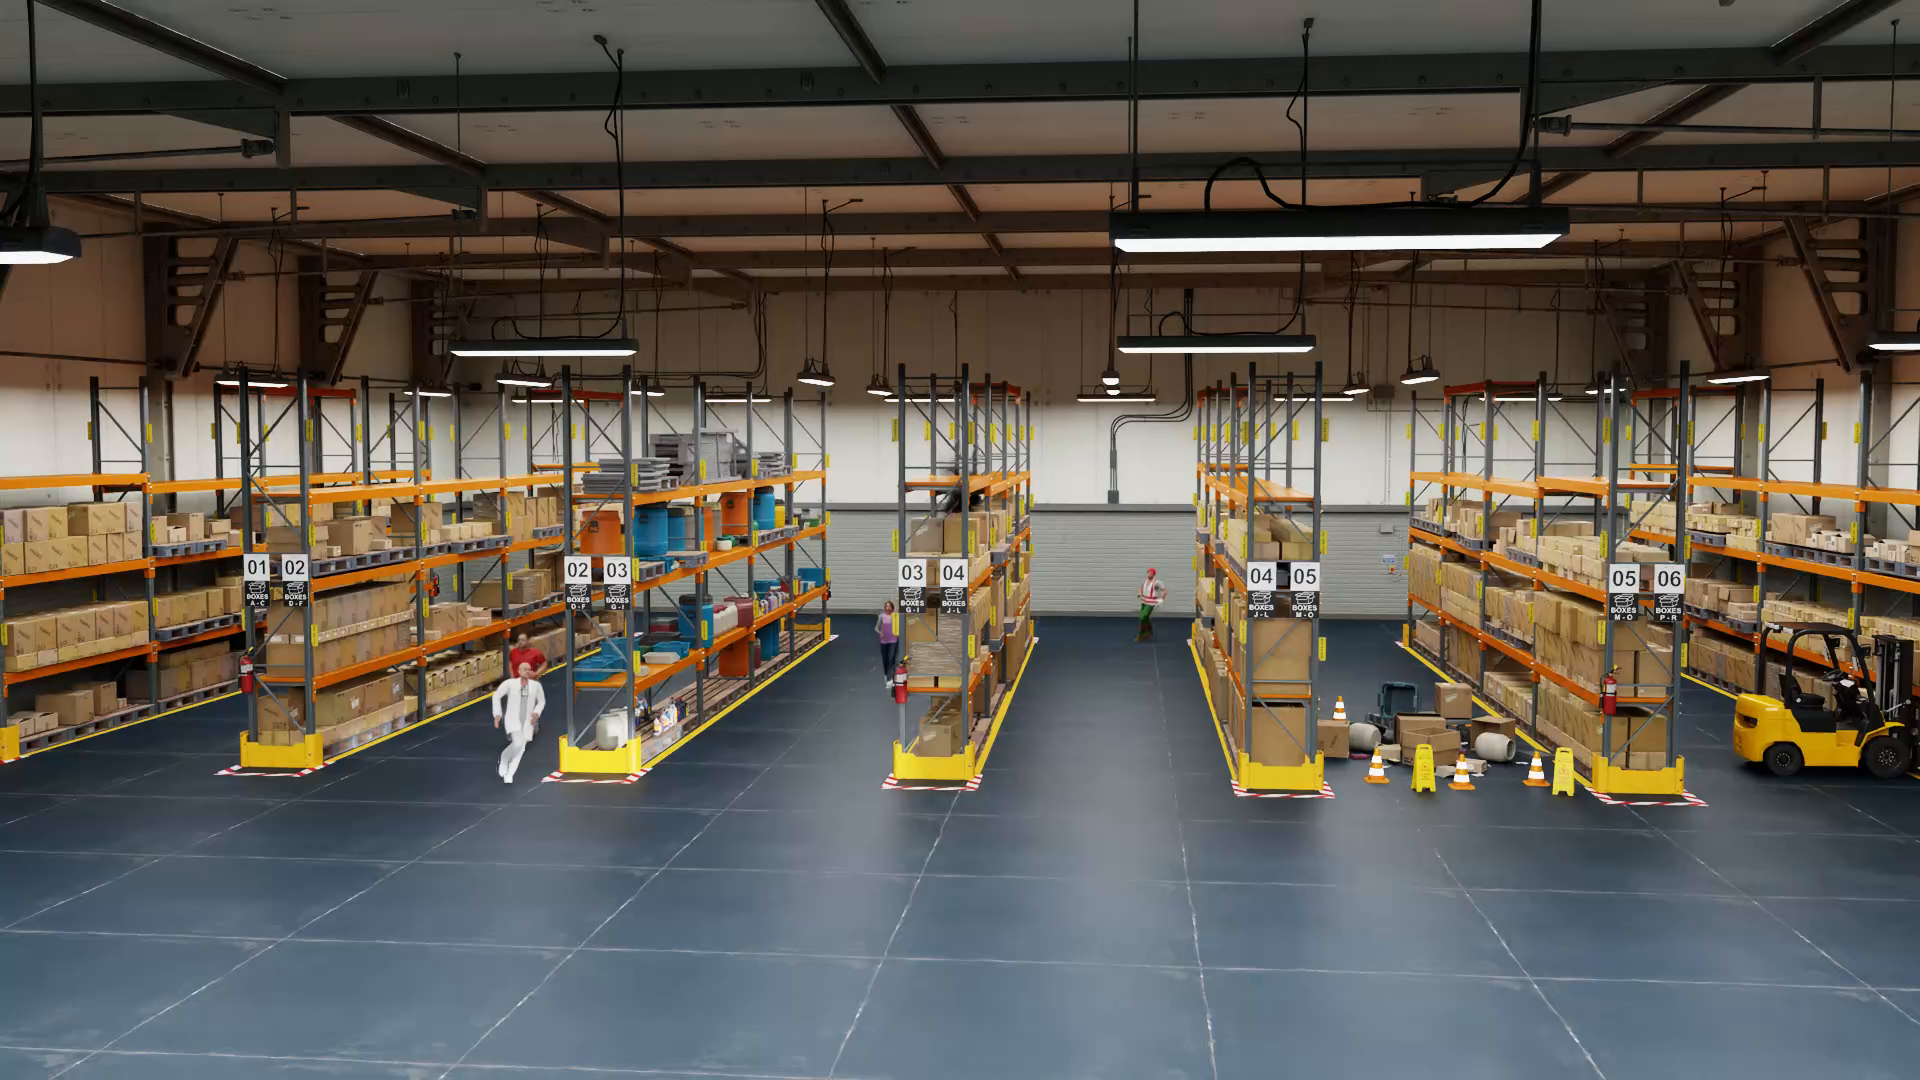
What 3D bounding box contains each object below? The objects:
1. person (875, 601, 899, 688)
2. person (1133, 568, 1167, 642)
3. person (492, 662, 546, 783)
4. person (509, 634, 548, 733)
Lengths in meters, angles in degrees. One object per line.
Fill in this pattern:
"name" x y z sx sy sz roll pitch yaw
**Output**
"person" -1.319 1.927 30.978 0.539 1.599 0.754 0 4 -1
"person" 4.547 1.558 39.994 0.781 1.806 0.727 -3 5 -39
"person" -6.283 2.615 23.855 0.726 1.700 0.591 -2 4 -31
"person" -7.074 2.393 27.226 0.657 1.760 0.870 0 4 -2
